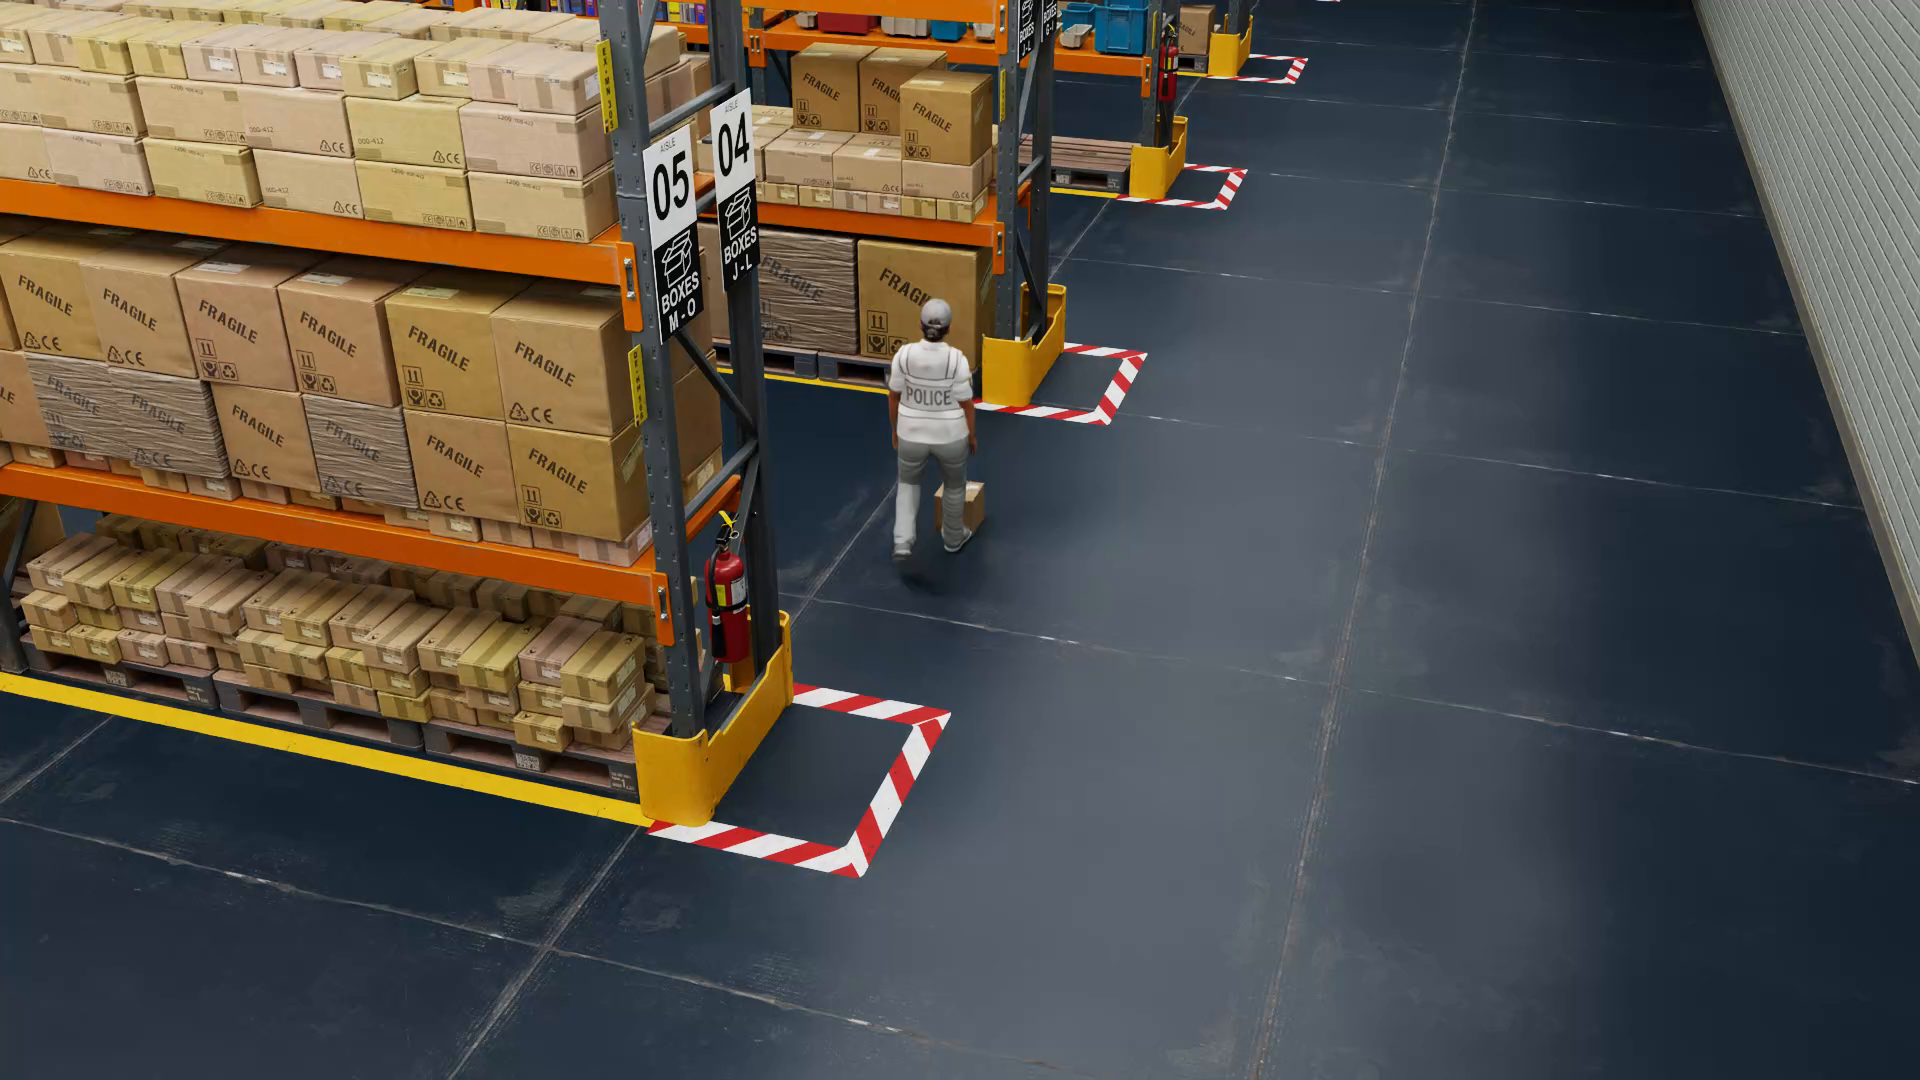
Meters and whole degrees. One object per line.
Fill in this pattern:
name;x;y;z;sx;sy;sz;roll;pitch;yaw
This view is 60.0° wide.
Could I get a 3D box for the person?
person;-0.155;-0.613;9.562;0.503;1.644;0.739;5;30;9
